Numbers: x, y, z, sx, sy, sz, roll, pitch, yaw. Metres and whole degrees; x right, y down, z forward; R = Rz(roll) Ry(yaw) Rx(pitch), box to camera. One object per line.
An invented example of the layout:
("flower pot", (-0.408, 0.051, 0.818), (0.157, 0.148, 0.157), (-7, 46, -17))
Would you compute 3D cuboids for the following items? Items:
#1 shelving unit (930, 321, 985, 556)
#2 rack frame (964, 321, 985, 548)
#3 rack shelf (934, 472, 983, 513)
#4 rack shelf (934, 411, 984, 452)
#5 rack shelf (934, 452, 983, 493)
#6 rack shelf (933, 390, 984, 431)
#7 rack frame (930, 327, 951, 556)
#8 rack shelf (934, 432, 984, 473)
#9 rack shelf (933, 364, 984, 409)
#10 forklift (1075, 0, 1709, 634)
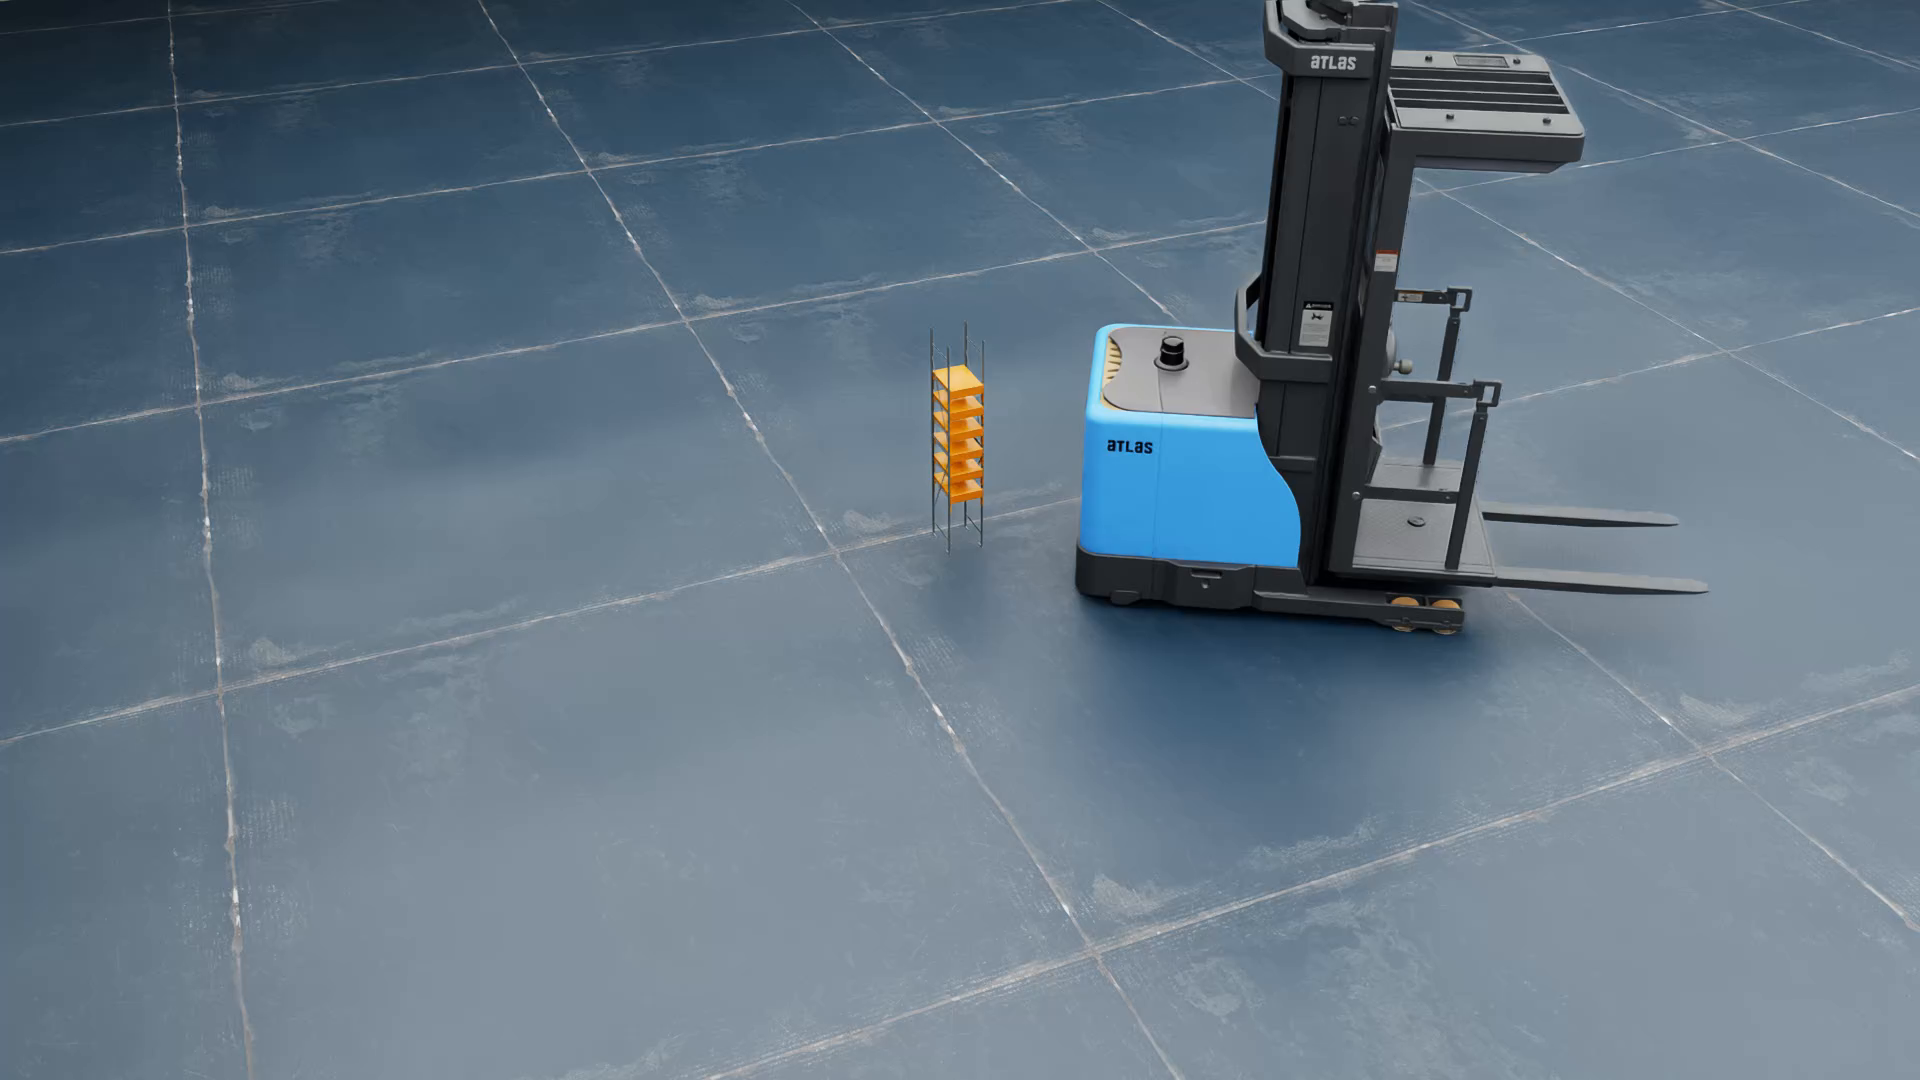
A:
("shelving unit", (-0.013, -0.500, 8.418), (0.189, 1.200, 0.258), (-13, 35, -19))
("rack frame", (0.071, -0.519, 8.448), (0.006, 1.200, 0.240), (-13, 35, -19))
("rack shelf", (-0.013, -0.261, 8.573), (0.180, 0.103, 0.258), (-13, 35, -19))
("rack shelf", (-0.013, -0.563, 8.377), (0.180, 0.103, 0.258), (-13, 35, -19))
("rack shelf", (-0.013, -0.362, 8.508), (0.180, 0.103, 0.258), (-13, 35, -19))
("rack shelf", (-0.013, -0.664, 8.311), (0.180, 0.103, 0.258), (-13, 35, -19))
("rack frame", (-0.098, -0.481, 8.388), (0.006, 1.200, 0.240), (-13, 35, -19))
("rack shelf", (-0.013, -0.463, 8.442), (0.180, 0.103, 0.258), (-13, 35, -19))
("rack shelf", (-0.013, -0.764, 8.246), (0.180, 0.103, 0.258), (-13, 35, -19))
("forklift", (2.130, -1.081, 7.724), (3.031, 2.935, 1.130), (4, 33, 6))
